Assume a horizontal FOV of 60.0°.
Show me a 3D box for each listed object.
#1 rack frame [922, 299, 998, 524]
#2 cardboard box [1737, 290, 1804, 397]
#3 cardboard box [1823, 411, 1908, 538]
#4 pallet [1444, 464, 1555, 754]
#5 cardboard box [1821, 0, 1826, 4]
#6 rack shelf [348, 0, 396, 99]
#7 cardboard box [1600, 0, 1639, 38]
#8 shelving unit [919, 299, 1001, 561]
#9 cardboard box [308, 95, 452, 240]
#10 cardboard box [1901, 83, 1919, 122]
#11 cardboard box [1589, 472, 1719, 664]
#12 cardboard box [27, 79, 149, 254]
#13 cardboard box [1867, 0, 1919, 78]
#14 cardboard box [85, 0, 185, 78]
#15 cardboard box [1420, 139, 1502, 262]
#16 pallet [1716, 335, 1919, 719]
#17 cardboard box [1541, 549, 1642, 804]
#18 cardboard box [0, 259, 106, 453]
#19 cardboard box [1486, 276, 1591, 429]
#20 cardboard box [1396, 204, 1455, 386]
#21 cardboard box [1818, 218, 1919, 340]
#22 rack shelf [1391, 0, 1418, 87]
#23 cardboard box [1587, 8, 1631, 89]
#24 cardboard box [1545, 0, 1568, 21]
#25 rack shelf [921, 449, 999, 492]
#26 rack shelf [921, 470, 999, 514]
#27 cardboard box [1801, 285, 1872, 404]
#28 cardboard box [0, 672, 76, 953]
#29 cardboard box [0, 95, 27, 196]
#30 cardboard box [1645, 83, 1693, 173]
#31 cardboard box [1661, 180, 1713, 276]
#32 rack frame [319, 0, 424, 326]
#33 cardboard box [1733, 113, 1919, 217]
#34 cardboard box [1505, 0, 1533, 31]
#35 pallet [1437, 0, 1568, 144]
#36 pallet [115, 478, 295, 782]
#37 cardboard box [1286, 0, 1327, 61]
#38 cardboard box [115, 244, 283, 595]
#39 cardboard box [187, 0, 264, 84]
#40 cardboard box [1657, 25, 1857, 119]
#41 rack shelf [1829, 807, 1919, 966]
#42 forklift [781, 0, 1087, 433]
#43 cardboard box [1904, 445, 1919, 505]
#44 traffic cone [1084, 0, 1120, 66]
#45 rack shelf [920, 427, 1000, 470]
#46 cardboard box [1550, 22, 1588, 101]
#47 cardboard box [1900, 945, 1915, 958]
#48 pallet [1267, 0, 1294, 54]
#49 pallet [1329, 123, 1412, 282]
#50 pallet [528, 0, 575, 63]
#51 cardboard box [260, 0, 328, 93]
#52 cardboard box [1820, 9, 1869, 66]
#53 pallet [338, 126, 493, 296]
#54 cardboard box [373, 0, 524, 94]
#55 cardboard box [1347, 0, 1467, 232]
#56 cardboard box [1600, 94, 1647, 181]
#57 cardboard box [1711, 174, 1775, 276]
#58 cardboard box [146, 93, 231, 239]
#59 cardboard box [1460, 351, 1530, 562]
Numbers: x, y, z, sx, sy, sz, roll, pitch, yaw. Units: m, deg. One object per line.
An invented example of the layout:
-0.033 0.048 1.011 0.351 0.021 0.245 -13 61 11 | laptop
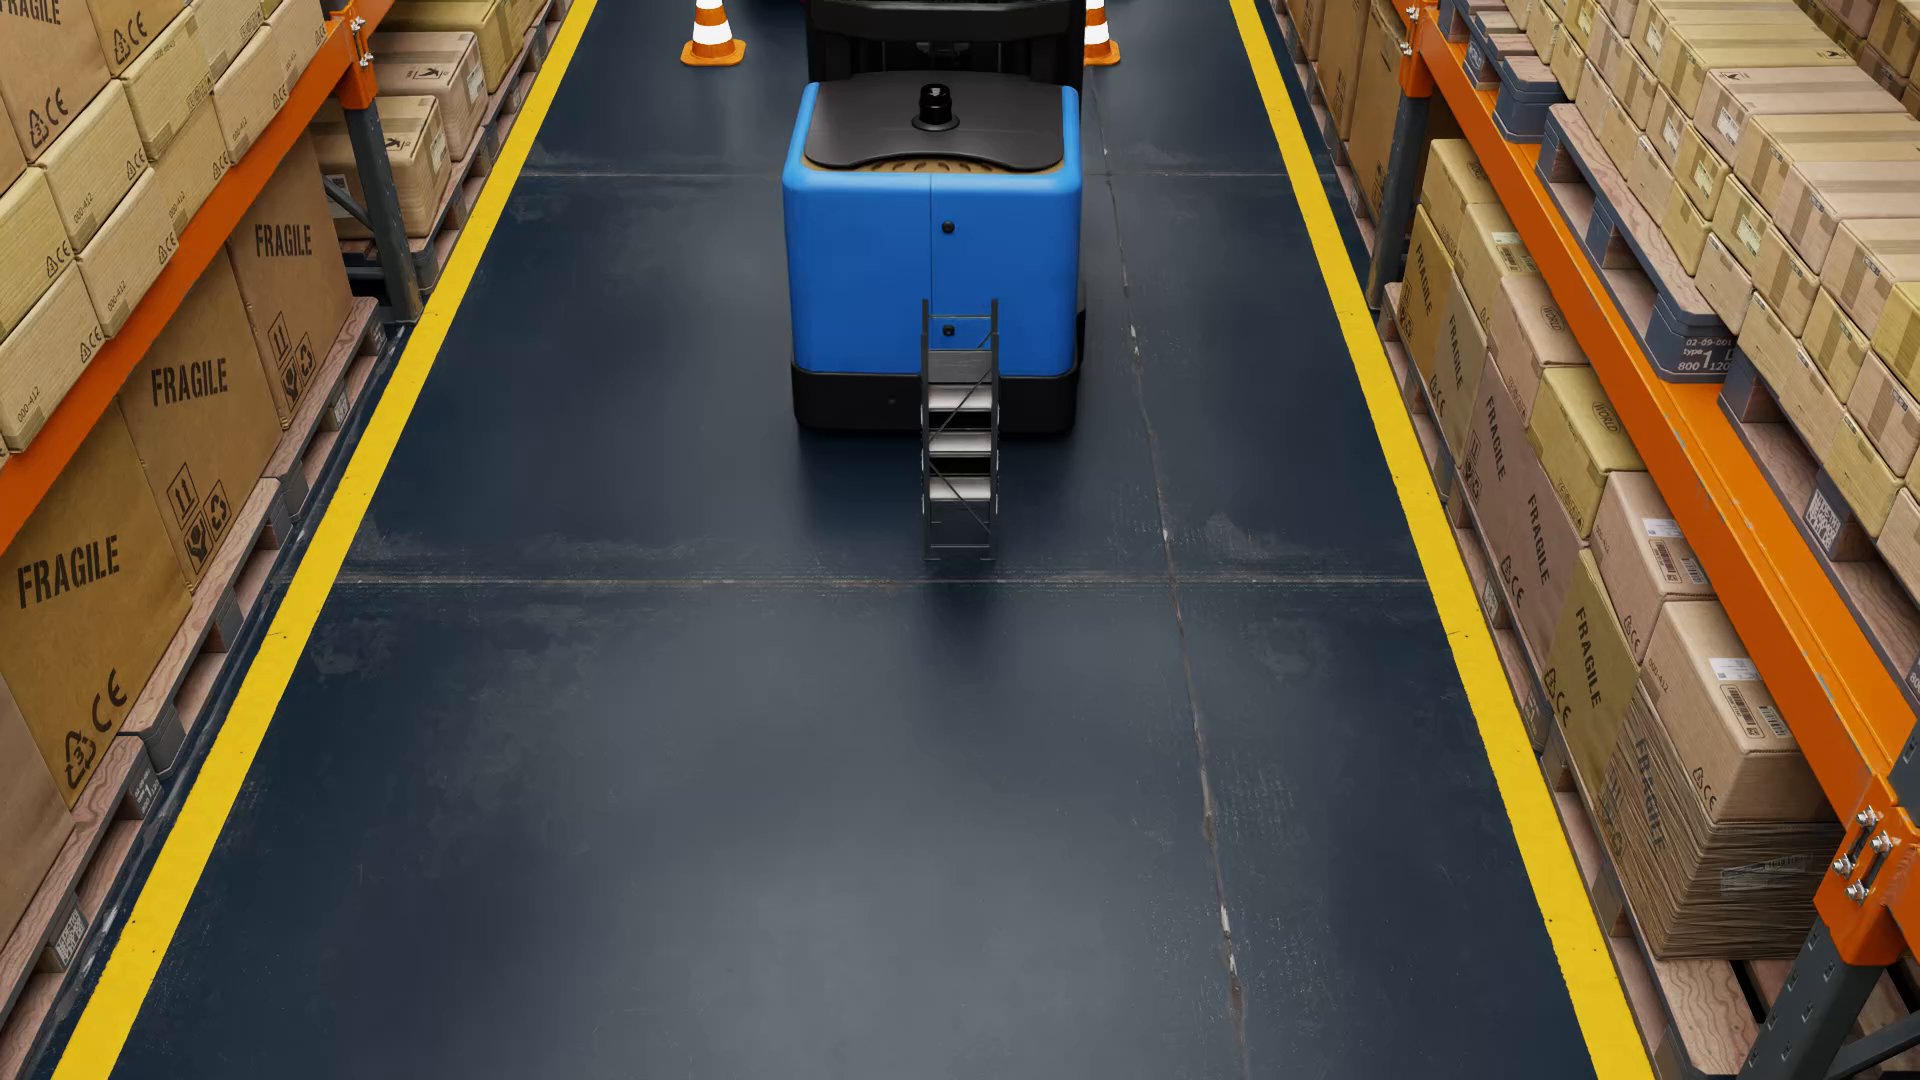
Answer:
0.000 -0.410 5.542 0.240 0.900 0.006 0 39 0 | rack frame
2.018 -0.448 3.775 0.380 0.149 0.250 -2 39 -2 | cardboard box
2.017 -0.135 3.385 0.380 0.149 0.250 0 39 0 | cardboard box
2.209 0.178 5.359 1.003 0.211 1.213 0 39 0 | pallet
2.673 -1.664 4.817 0.380 0.149 0.250 1 39 1 | cardboard box
-2.741 -3.063 7.749 1.077 0.370 4.000 0 39 0 | rack shelf
2.019 -1.512 4.628 0.380 0.149 0.250 2 39 2 | cardboard box
0.000 -0.346 5.462 0.258 0.900 0.210 0 39 0 | shelving unit
-2.729 -1.585 7.095 0.950 0.372 0.625 -2 39 -3 | cardboard box
2.672 -1.065 4.308 0.380 0.149 0.250 -1 39 -1 | cardboard box
1.975 0.073 4.323 0.500 0.250 0.500 2 39 2 | cardboard box
-2.458 -0.961 4.271 0.500 0.250 0.500 -1 39 -1 | cardboard box
2.670 -1.343 4.417 0.380 0.149 0.250 2 39 2 | cardboard box
-2.474 -1.568 4.428 0.500 0.500 0.500 0 39 0 | cardboard box
1.970 -1.209 5.924 0.500 0.250 0.500 -2 39 -2 | cardboard box
2.361 -0.062 3.582 1.003 0.211 1.213 0 39 0 | pallet
1.963 0.370 4.553 0.500 0.500 0.500 -1 39 -1 | cardboard box
-2.457 -0.453 4.036 0.500 0.250 0.500 0 39 0 | cardboard box
1.959 -0.583 5.142 0.500 0.250 0.500 0 39 0 | cardboard box
1.957 -0.906 6.145 0.500 0.500 0.500 -2 39 -2 | cardboard box
2.021 -0.537 3.411 0.380 0.149 0.250 -1 39 -1 | cardboard box
2.209 -3.130 7.832 1.077 0.370 4.000 0 39 0 | rack shelf
2.017 -1.389 4.712 0.380 0.149 0.250 0 39 0 | cardboard box
2.017 -1.703 5.103 0.380 0.149 0.250 -1 39 -1 | cardboard box
0.000 -0.250 5.539 0.258 0.077 0.200 0 39 0 | rack shelf
0.000 -0.180 5.596 0.258 0.077 0.200 0 39 0 | rack shelf
2.019 -0.409 3.489 0.380 0.149 0.250 2 39 2 | cardboard box
-2.815 0.686 3.859 0.875 0.875 0.875 1 39 1 | cardboard box
-2.473 -0.928 3.630 0.500 0.500 0.500 -1 39 -1 | cardboard box
2.018 -1.065 4.308 0.380 0.149 0.250 1 39 2 | cardboard box
2.013 -0.787 4.199 0.380 0.149 0.250 2 39 2 | cardboard box
-2.738 -2.093 5.963 1.000 3.000 0.127 0 39 0 | rack frame
2.024 -0.855 3.807 0.380 0.149 0.250 -1 39 -2 | cardboard box
2.010 -1.778 5.435 0.380 0.149 0.250 2 39 2 | cardboard box
2.319 -1.639 5.550 1.213 0.211 1.003 0 39 0 | pallet
-2.814 0.249 5.270 1.003 0.211 1.213 0 39 0 | pallet
2.295 -2.956 8.503 1.050 0.750 0.750 0 39 0 | cardboard box
-2.824 -0.438 5.261 0.875 0.875 0.875 0 39 1 | cardboard box
-2.480 -1.606 5.076 0.500 0.250 0.500 -1 39 -1 | cardboard box
2.018 -1.191 4.227 0.380 0.149 0.250 -1 39 -1 | cardboard box
2.218 1.873 1.589 1.077 0.370 4.000 0 39 0 | rack shelf
-0.047 -2.437 6.447 1.130 2.935 3.031 1 39 2 | forklift
2.018 -0.089 3.090 0.380 0.149 0.250 1 39 1 | cardboard box
0.698 -2.832 8.913 0.336 0.463 0.334 0 39 0 | traffic cone
0.000 -0.320 5.483 0.258 0.077 0.200 0 39 0 | rack shelf
2.013 -1.440 5.014 0.380 0.149 0.250 2 39 2 | cardboard box
2.480 0.691 4.152 0.500 0.500 0.500 1 39 2 | cardboard box
2.283 -3.091 9.438 1.003 0.211 1.213 0 39 0 | pallet
2.286 -1.565 7.534 1.003 0.211 1.213 0 39 0 | pallet
-2.741 -3.019 9.349 1.003 0.211 1.213 0 39 0 | pallet
-2.478 -1.718 5.616 0.500 0.250 0.500 -1 39 -2 | cardboard box
2.670 -1.390 4.712 0.380 0.149 0.250 0 39 0 | cardboard box
-2.738 -1.494 7.445 1.003 0.211 1.213 0 39 0 | pallet
-2.733 -2.521 8.262 0.950 0.372 0.625 1 39 1 | cardboard box
2.301 -1.827 7.094 1.050 0.750 0.750 -1 39 -1 | cardboard box
2.014 -1.117 4.610 0.380 0.149 0.250 0 39 1 | cardboard box
2.016 -0.743 3.905 0.380 0.149 0.250 -2 39 -2 | cardboard box
-2.477 -1.084 4.824 0.500 0.250 0.500 0 39 -1 | cardboard box
1.967 -0.270 5.352 0.500 0.500 0.500 -1 39 -1 | cardboard box
